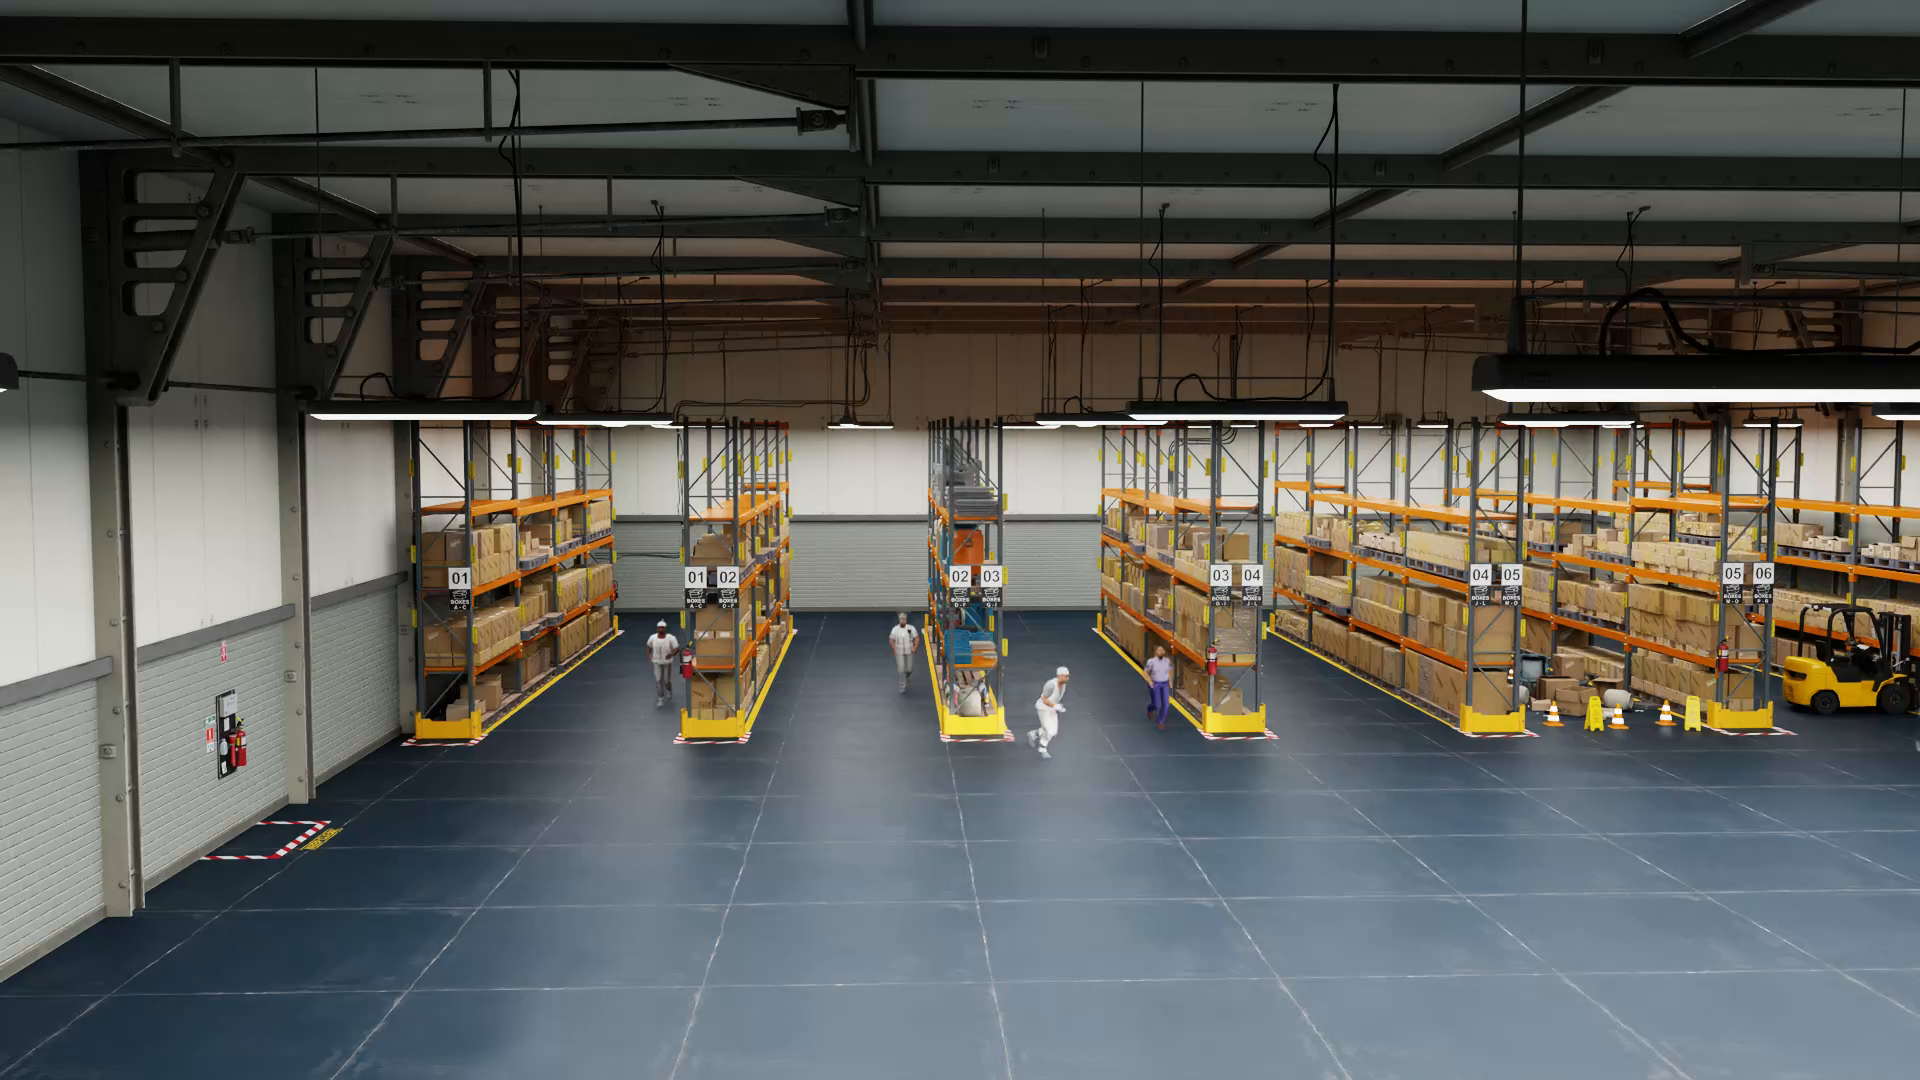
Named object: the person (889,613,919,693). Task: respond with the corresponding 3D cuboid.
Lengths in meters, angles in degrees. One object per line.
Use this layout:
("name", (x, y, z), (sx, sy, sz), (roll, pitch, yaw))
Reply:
("person", (-1.232, 2.468, 36.647), (0.664, 1.758, 0.569), (0, 4, -2))

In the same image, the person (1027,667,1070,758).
("person", (1.581, 3.016, 29.281), (0.890, 1.625, 0.674), (3, 5, 35))

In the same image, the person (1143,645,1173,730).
("person", (3.855, 2.840, 32.208), (0.608, 1.620, 0.598), (-1, 4, -12))

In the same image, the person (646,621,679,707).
("person", (-6.239, 2.573, 34.847), (0.706, 1.758, 0.774), (0, 4, 0))
